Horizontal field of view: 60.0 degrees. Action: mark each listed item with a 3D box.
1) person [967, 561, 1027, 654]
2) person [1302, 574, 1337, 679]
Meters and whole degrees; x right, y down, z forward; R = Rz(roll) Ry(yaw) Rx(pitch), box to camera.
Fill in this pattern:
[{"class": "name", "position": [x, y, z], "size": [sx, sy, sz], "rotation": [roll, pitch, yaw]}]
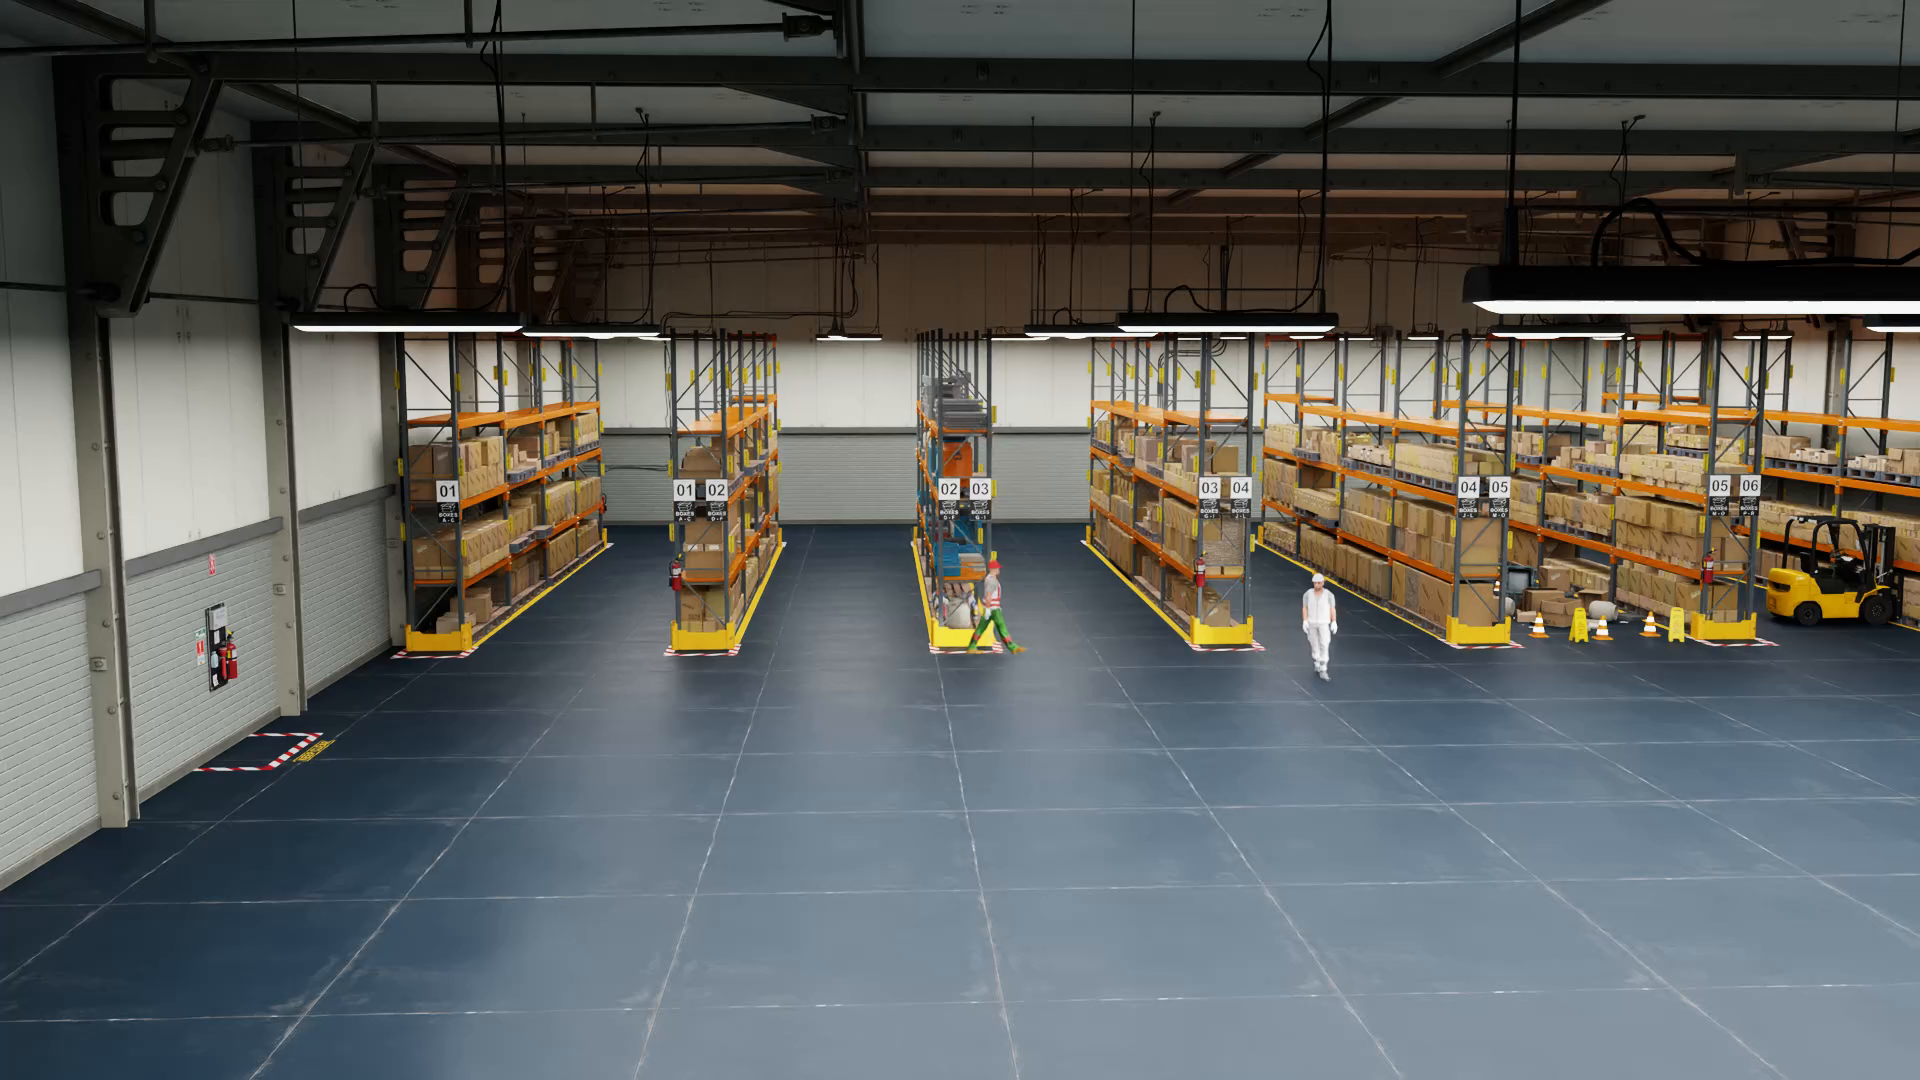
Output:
[{"class": "person", "position": [0.666, 1.239, 30.574], "size": [1.044, 1.718, 0.606], "rotation": [-1, 7, -11]}, {"class": "person", "position": [6.171, 1.454, 28.653], "size": [0.578, 1.746, 0.877], "rotation": [3, 7, 24]}]
